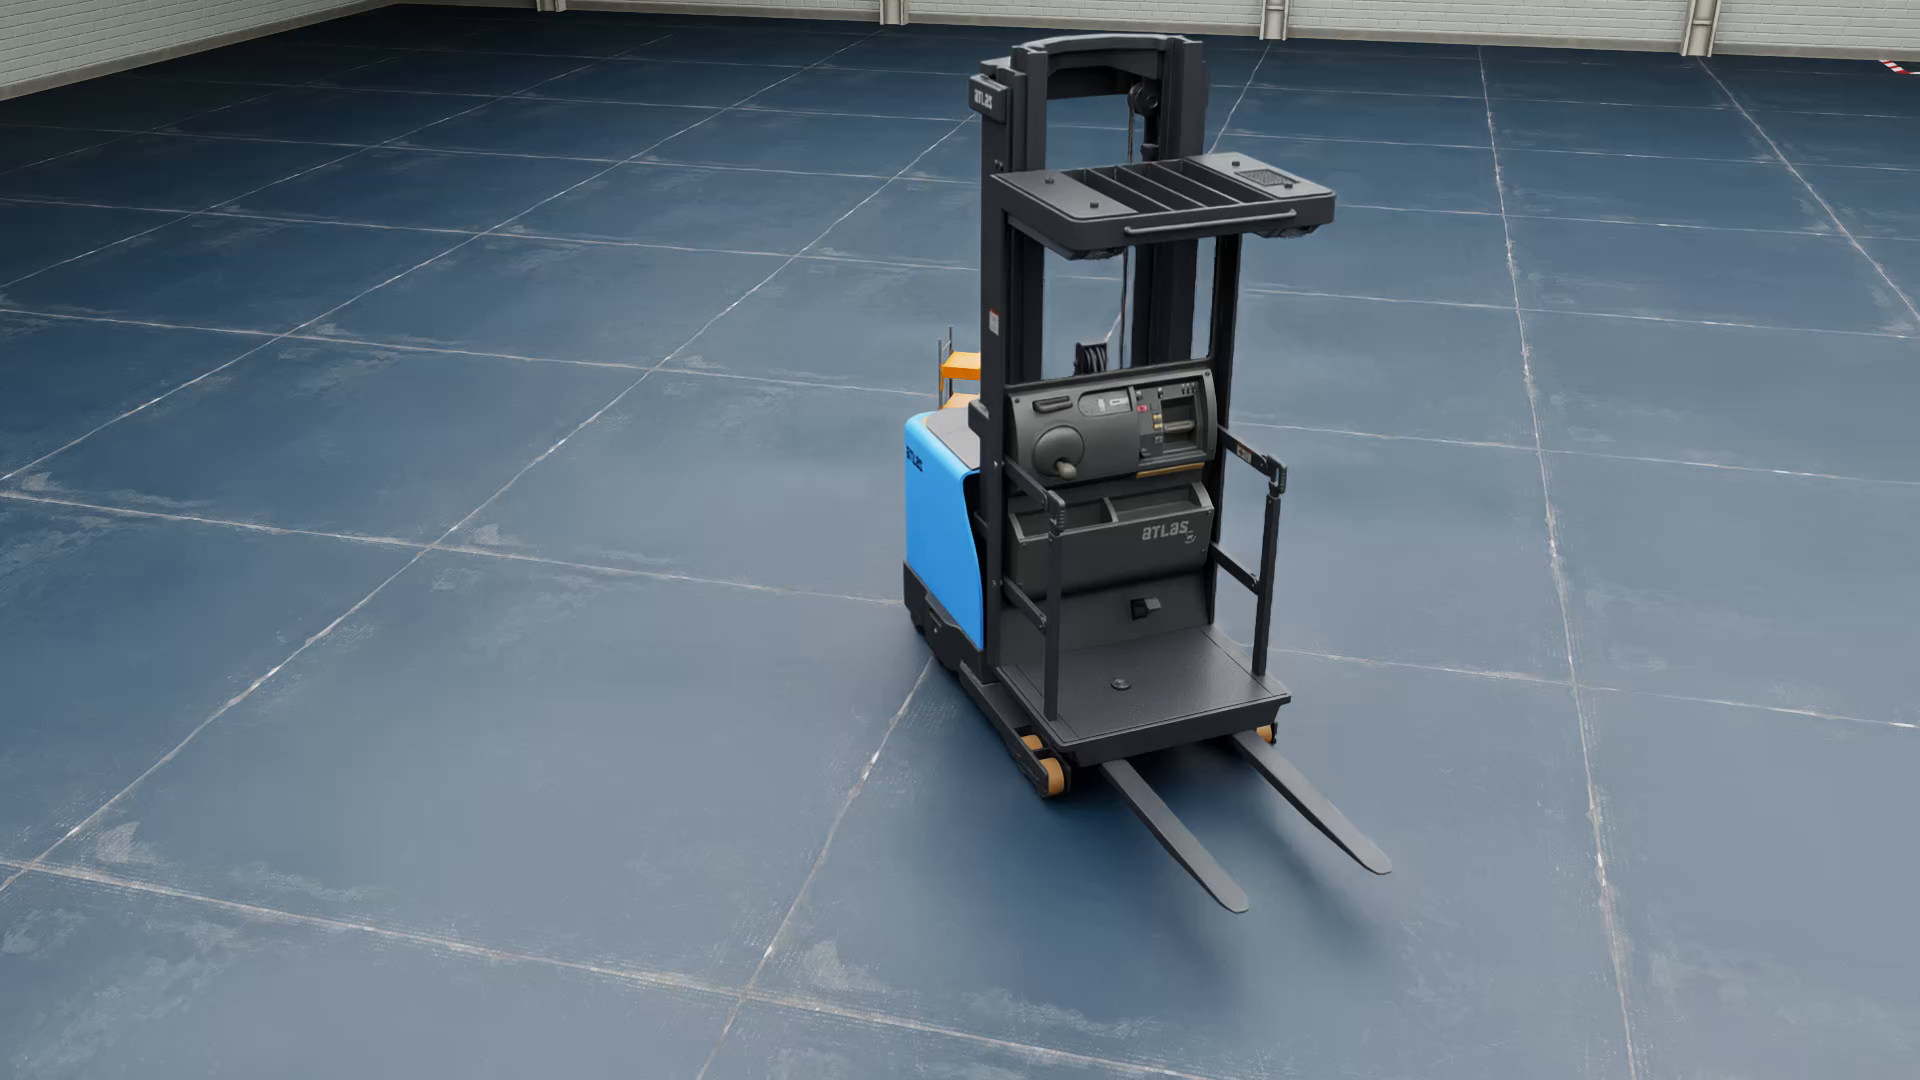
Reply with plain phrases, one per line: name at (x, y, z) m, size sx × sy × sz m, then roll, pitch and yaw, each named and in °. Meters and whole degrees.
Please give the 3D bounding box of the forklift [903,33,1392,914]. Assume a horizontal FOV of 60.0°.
forklift at (0.733, -0.448, 6.781) m, size 1.130 × 2.935 × 3.031 m, roll -10°, pitch 27°, yaw -20°

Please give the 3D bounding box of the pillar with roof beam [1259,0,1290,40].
pillar with roof beam at (3.690, -9.897, 19.569) m, size 0.400 × 9.000 × 9.100 m, roll 6°, pitch 26°, yaw 13°

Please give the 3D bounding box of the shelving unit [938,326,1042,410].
shelving unit at (0.160, -0.524, 8.955) m, size 0.503 × 1.200 × 0.258 m, roll 6°, pitch 26°, yaw 13°

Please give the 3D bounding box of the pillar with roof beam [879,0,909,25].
pillar with roof beam at (-2.121, -10.539, 20.919) m, size 0.400 × 9.000 × 9.100 m, roll 6°, pitch 26°, yaw 13°

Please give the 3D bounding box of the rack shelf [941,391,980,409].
rack shelf at (0.160, -0.665, 8.888) m, size 0.480 × 0.148 × 0.258 m, roll 6°, pitch 26°, yaw 13°

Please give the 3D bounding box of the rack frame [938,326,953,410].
rack frame at (-0.076, -0.550, 9.010) m, size 0.015 × 1.200 × 0.240 m, roll 6°, pitch 26°, yaw 13°

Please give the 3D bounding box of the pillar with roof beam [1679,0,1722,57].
pillar with roof beam at (9.501, -9.255, 18.220) m, size 0.400 × 9.000 × 9.100 m, roll 6°, pitch 26°, yaw 13°

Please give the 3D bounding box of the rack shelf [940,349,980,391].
rack shelf at (0.160, -0.879, 8.786) m, size 0.480 × 0.148 × 0.258 m, roll 6°, pitch 26°, yaw 13°

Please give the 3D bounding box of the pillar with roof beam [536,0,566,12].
pillar with roof beam at (-7.932, -11.182, 22.268) m, size 0.400 × 9.000 × 9.100 m, roll 6°, pitch 26°, yaw 13°
